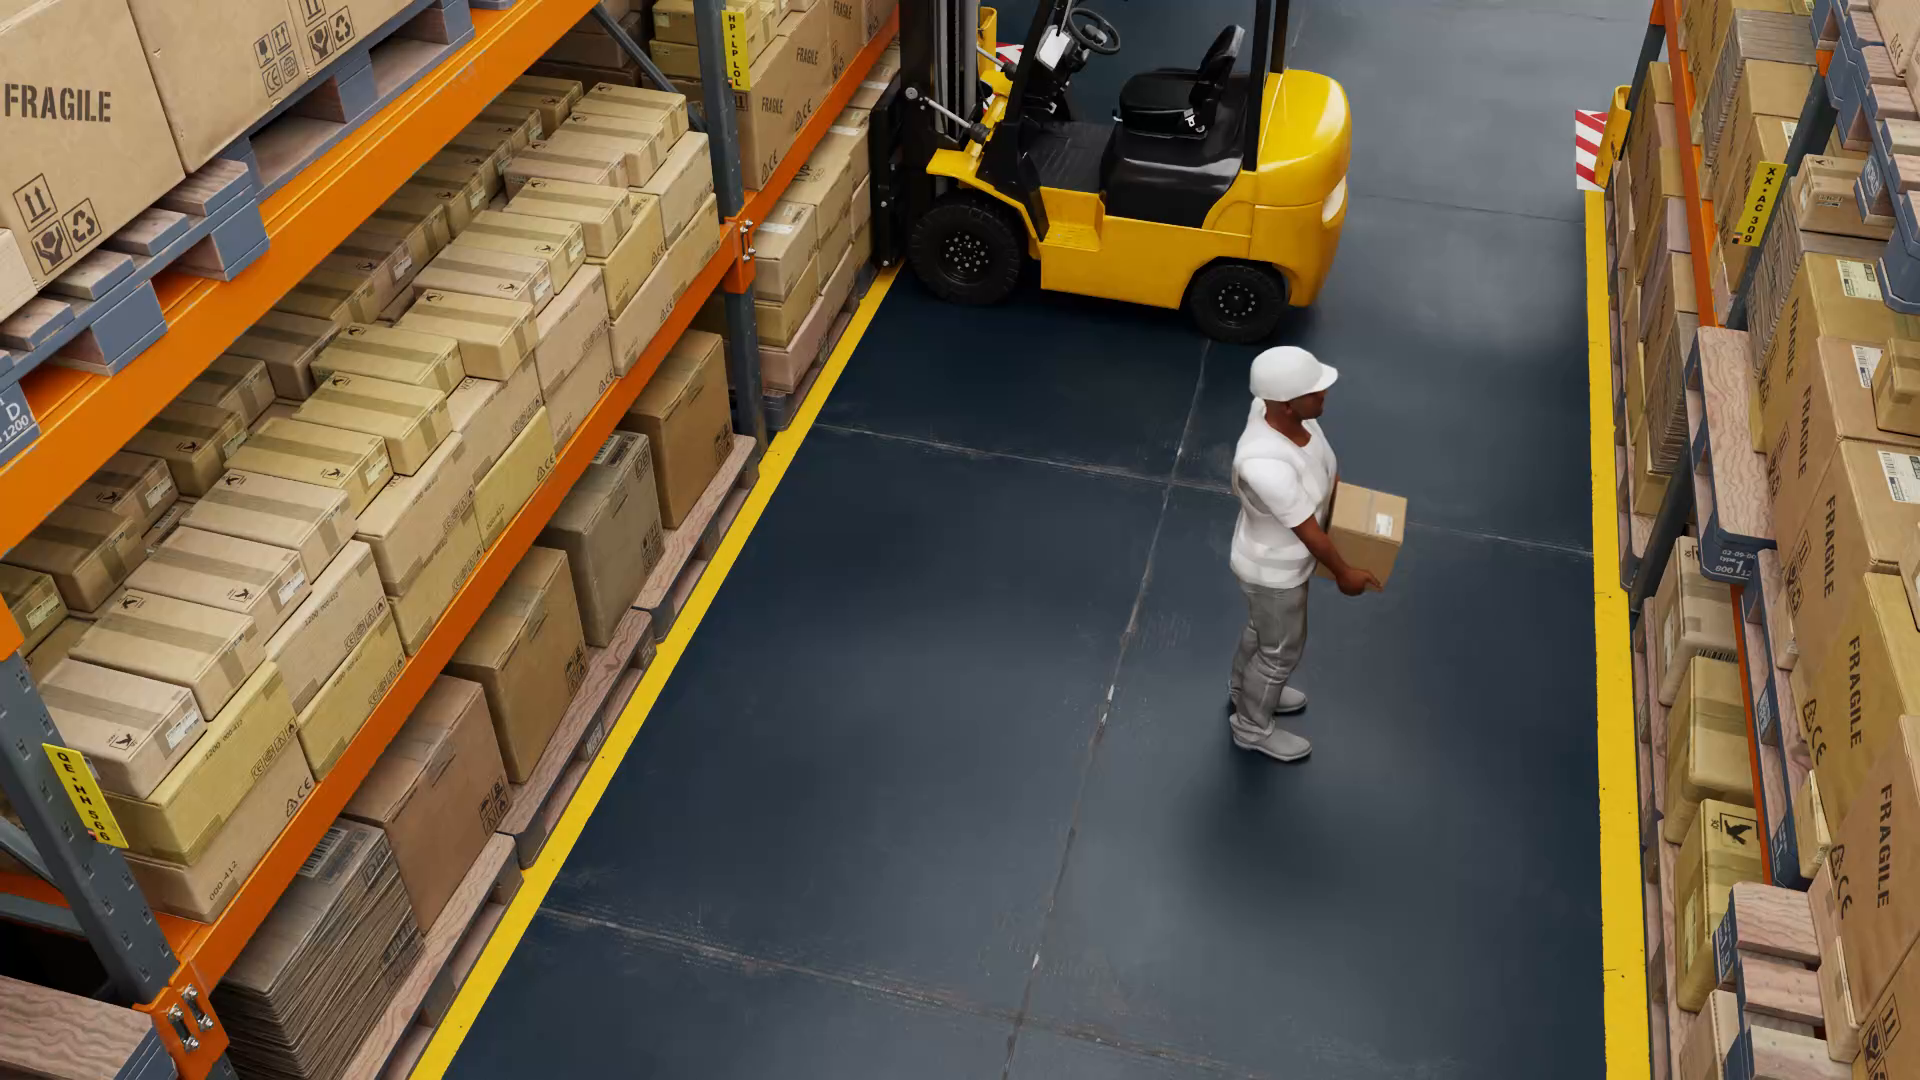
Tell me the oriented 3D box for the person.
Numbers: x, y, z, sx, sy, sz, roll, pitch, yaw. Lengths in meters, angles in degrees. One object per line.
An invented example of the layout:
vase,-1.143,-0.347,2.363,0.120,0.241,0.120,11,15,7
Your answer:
person,1.250,0.066,6.068,0.577,1.761,0.502,10,42,11
